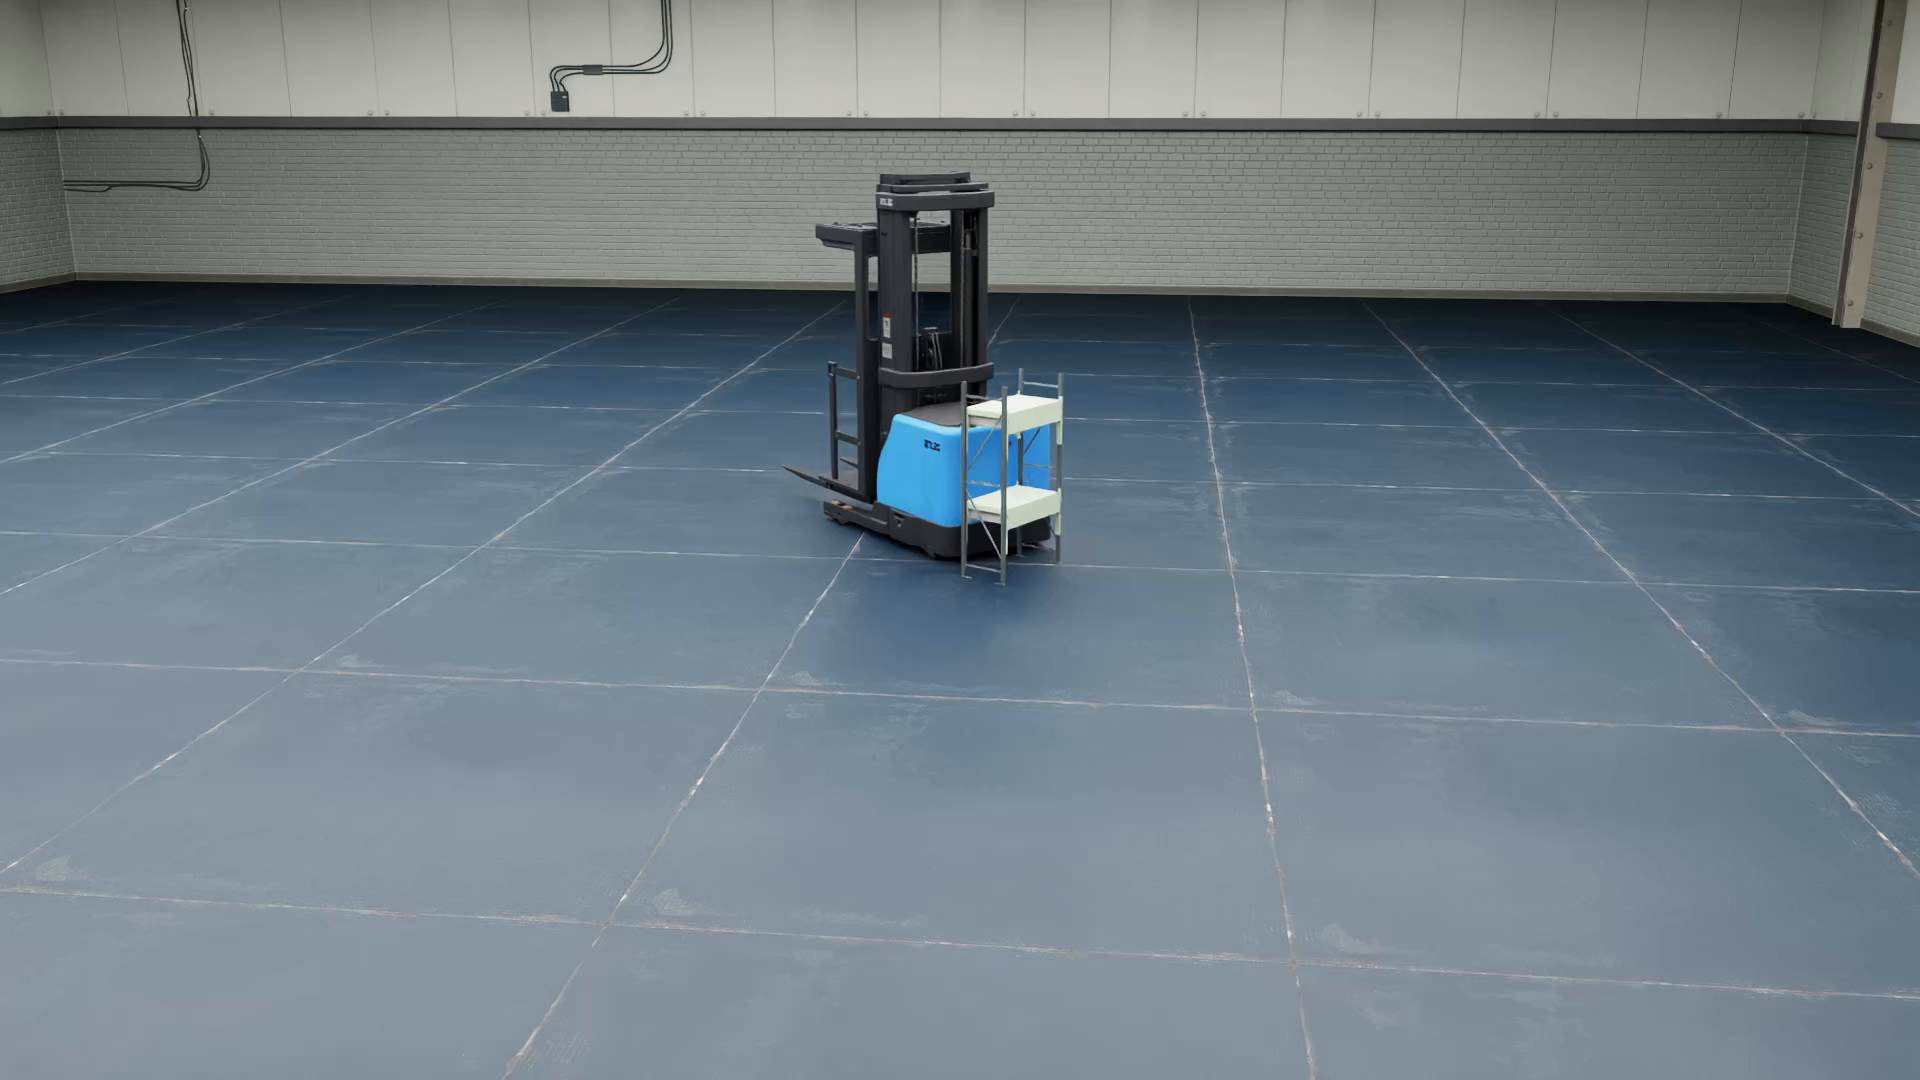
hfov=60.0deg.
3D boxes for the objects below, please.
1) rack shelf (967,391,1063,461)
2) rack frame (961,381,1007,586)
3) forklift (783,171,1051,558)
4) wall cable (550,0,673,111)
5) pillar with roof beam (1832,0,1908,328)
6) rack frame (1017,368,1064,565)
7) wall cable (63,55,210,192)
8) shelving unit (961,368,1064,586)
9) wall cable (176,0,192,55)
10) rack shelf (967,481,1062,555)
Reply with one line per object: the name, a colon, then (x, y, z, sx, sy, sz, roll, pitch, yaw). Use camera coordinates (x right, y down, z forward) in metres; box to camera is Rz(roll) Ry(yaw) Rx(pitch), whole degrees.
rack shelf: (0.397, -0.865, 12.493, 0.431, 0.370, 0.720, 11, 19, 36)
rack frame: (0.176, -0.412, 12.313, 0.400, 1.500, 0.023, 11, 19, 36)
forklift: (-0.513, -1.607, 13.990, 1.130, 2.935, 3.031, -10, 18, -33)
wall cable: (-6.318, -10.711, 29.518, 2.305, 6.003, 0.169, 2, 15, 6)
pillar with roof beam: (9.626, -7.827, 25.367, 9.100, 9.000, 0.400, 2, 15, 6)
rack frame: (0.618, -0.565, 12.877, 0.400, 1.500, 0.023, 11, 19, 36)
wall cable: (-15.749, -7.854, 31.416, 3.097, 2.526, 0.112, 2, 15, 6)
shelving unit: (0.397, -0.488, 12.595, 0.431, 1.500, 0.755, 11, 19, 36)
wall cable: (-13.061, -10.212, 30.463, 3.097, 2.526, 0.112, 2, 15, 6)
rack shelf: (0.397, -0.174, 12.680, 0.431, 0.370, 0.720, 11, 19, 36)
